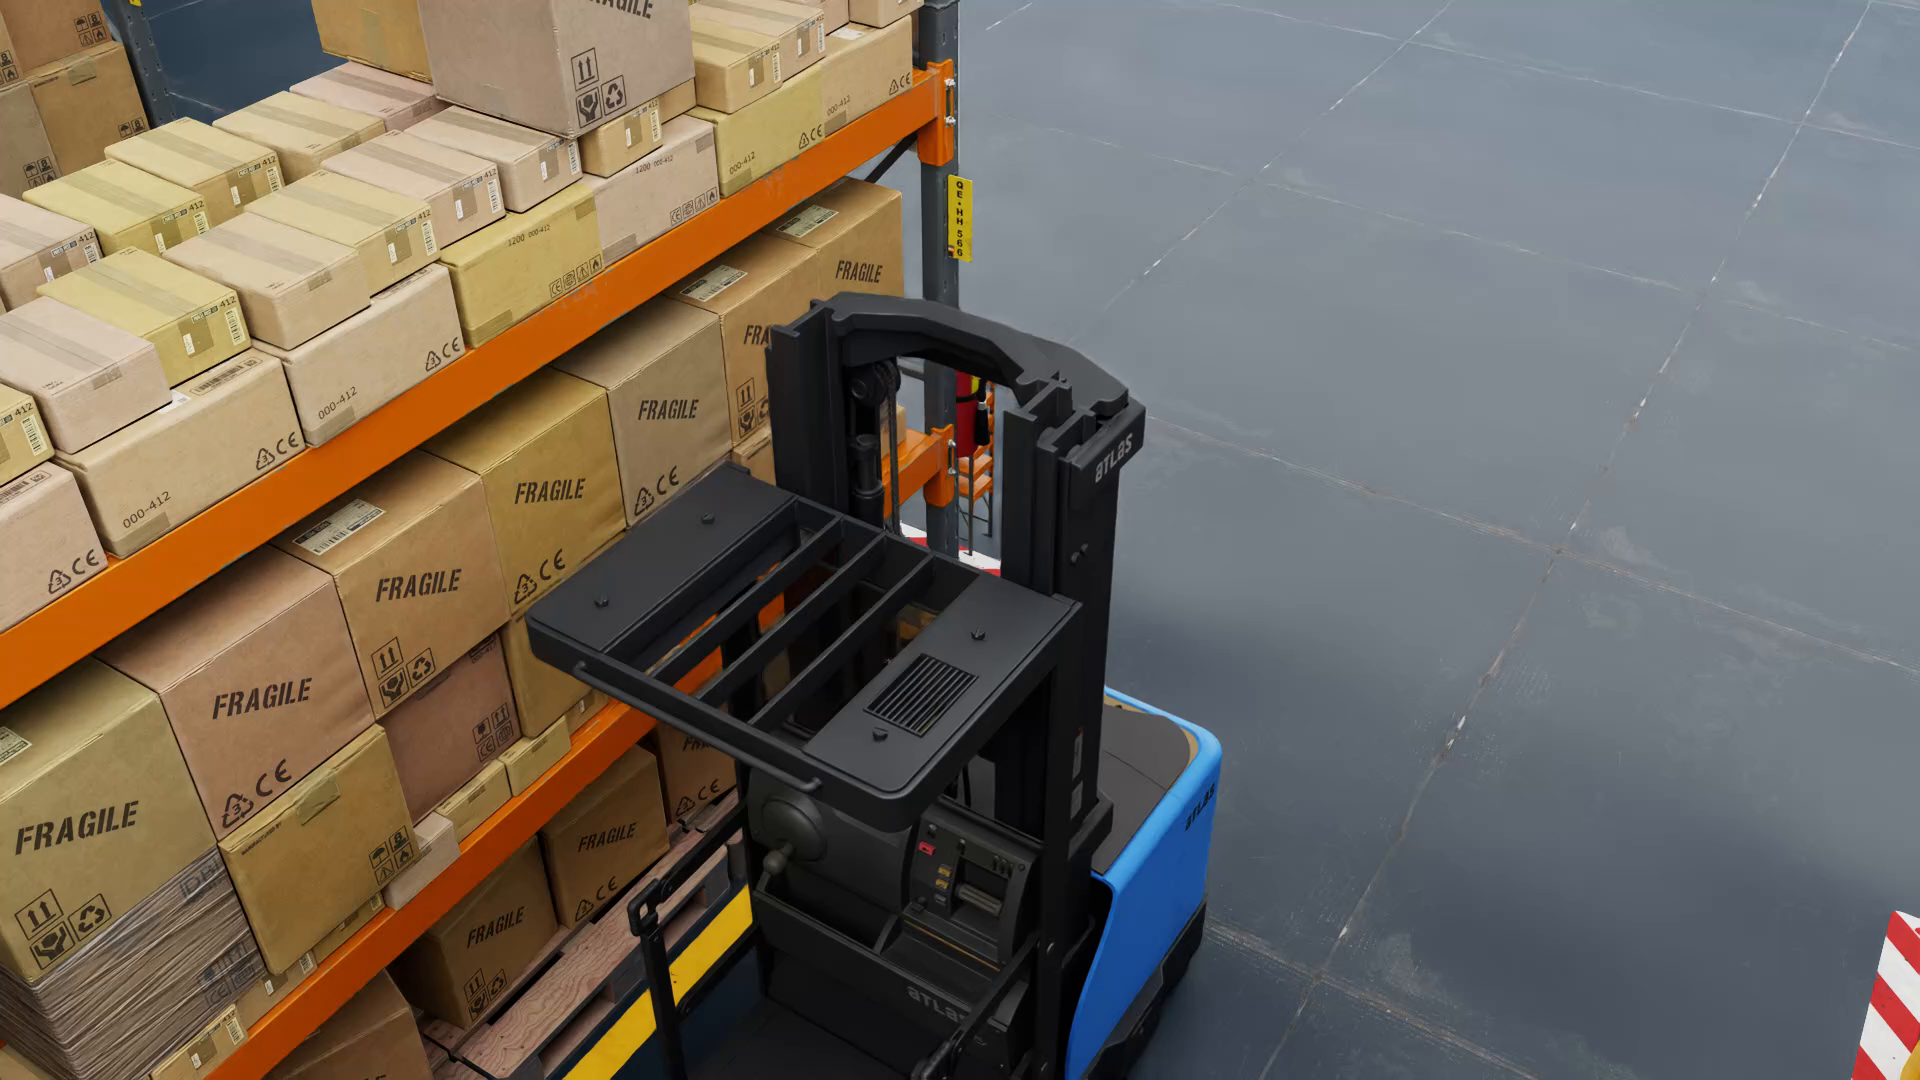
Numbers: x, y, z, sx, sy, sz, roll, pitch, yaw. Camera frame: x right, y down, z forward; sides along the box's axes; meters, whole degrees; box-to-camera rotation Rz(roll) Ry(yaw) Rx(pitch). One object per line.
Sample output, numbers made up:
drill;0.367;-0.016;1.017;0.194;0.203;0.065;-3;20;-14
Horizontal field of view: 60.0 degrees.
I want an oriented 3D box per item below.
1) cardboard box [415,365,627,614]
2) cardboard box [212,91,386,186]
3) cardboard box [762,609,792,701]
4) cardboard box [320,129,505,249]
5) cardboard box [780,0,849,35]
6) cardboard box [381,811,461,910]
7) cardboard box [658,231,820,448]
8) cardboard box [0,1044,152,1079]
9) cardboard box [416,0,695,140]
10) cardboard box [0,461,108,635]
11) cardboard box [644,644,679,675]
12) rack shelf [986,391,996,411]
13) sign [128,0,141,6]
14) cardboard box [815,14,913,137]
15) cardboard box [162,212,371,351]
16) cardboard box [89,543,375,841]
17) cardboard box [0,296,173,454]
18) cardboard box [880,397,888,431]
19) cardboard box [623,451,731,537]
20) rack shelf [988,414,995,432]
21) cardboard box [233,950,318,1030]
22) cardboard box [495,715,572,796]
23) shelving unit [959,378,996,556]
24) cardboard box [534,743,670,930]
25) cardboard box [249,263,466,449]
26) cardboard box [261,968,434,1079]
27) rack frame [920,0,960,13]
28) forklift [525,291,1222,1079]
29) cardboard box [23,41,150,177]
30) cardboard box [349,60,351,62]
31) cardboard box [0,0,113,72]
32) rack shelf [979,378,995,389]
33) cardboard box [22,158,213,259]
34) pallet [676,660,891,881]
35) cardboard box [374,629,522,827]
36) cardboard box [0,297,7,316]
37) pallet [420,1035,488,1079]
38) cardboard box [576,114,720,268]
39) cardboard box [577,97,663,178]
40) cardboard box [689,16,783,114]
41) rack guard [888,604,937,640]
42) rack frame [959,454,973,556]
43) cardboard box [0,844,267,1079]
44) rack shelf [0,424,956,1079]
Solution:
cardboard box;-1.351;-0.189;4.834;0.500;0.500;0.500;21;42;25
cardboard box;-1.749;-1.050;4.434;0.380;0.149;0.250;20;42;24
cardboard box;-0.806;0.368;6.959;0.500;0.500;0.500;30;47;33
cardboard box;-1.390;-0.892;4.229;0.380;0.149;0.250;22;43;26
cardboard box;-0.581;-1.718;5.300;0.380;0.149;0.250;20;42;24
cardboard box;-1.681;0.867;4.814;0.380;0.149;0.250;21;42;25
cardboard box;-0.806;-0.701;5.498;0.500;0.500;0.500;21;42;25
cardboard box;-2.231;1.377;4.152;0.380;0.149;0.250;21;42;25
cardboard box;-1.074;-1.434;4.401;0.500;0.500;0.500;21;42;25
cardboard box;-2.143;0.013;3.382;0.500;0.250;0.500;20;42;23
cardboard box;-1.150;0.349;5.485;0.380;0.149;0.250;21;42;25
rack shelf;0.008;-0.638;7.714;0.258;0.103;0.180;21;42;25
sign;-4.140;-2.814;8.241;0.100;0.325;0.005;21;42;25
cardboard box;-0.501;-1.569;5.434;0.500;0.250;0.500;22;43;26
cardboard box;-1.606;-0.605;3.857;0.380;0.149;0.250;20;42;24
cardboard box;-1.878;0.329;4.161;0.500;0.500;0.500;21;42;25
cardboard box;-1.917;-0.356;3.534;0.380;0.149;0.250;21;43;25
cardboard box;-0.775;-0.655;6.257;0.875;0.500;0.500;21;42;25
cardboard box;-1.246;-0.114;5.555;0.875;0.500;0.500;21;42;25
rack shelf;0.008;-0.543;7.787;0.258;0.103;0.180;21;42;25
cardboard box;-1.975;1.114;4.493;0.380;0.149;0.250;21;42;25
cardboard box;-1.439;0.599;5.161;0.380;0.149;0.250;21;42;25
shelving unit;0.008;-0.483;7.833;0.258;1.200;0.189;21;42;25
cardboard box;-1.448;1.004;6.134;0.500;0.500;0.500;25;44;29
cardboard box;-1.588;-0.514;4.065;0.500;0.250;0.500;19;42;23
cardboard box;-2.052;1.623;5.331;0.500;0.500;0.500;-26;45;-30
rack frame;-0.457;-3.148;4.903;1.000;3.000;0.127;21;42;25
forklift;-0.331;0.938;4.572;1.130;2.935;3.031;22;43;26
cardboard box;-4.752;-2.300;8.593;0.875;0.550;0.550;21;42;25
cardboard box;-1.525;-1.333;4.801;0.380;0.149;0.250;19;42;23
cardboard box;-4.822;-2.755;8.299;0.875;0.550;0.550;21;42;25
rack shelf;0.008;-0.733;7.640;0.258;0.103;0.180;21;42;25
cardboard box;-2.062;-0.784;4.089;0.380;0.149;0.250;23;43;27
pallet;-0.963;0.779;7.006;1.003;0.211;1.213;21;42;25
cardboard box;-1.826;0.384;4.909;0.875;0.500;0.500;21;42;25
cardboard box;-2.388;-0.524;3.752;0.380;0.149;0.250;19;42;23
pallet;-2.270;2.037;5.375;1.003;0.211;1.213;21;42;25
cardboard box;-1.048;-1.049;4.760;0.500;0.250;0.500;22;43;26
cardboard box;-1.046;-1.145;4.557;0.380;0.149;0.250;19;42;23
cardboard box;-0.749;-1.403;4.893;0.380;0.149;0.250;21;43;25
rack guard;-0.498;0.257;7.447;1.175;0.500;0.348;21;42;25
rack frame;-0.041;-0.436;7.772;0.240;1.200;0.006;21;42;25
cardboard box;-2.307;0.921;4.213;0.875;0.500;0.500;21;42;25
rack shelf;-1.529;0.544;5.616;1.077;0.370;4.000;21;42;25
